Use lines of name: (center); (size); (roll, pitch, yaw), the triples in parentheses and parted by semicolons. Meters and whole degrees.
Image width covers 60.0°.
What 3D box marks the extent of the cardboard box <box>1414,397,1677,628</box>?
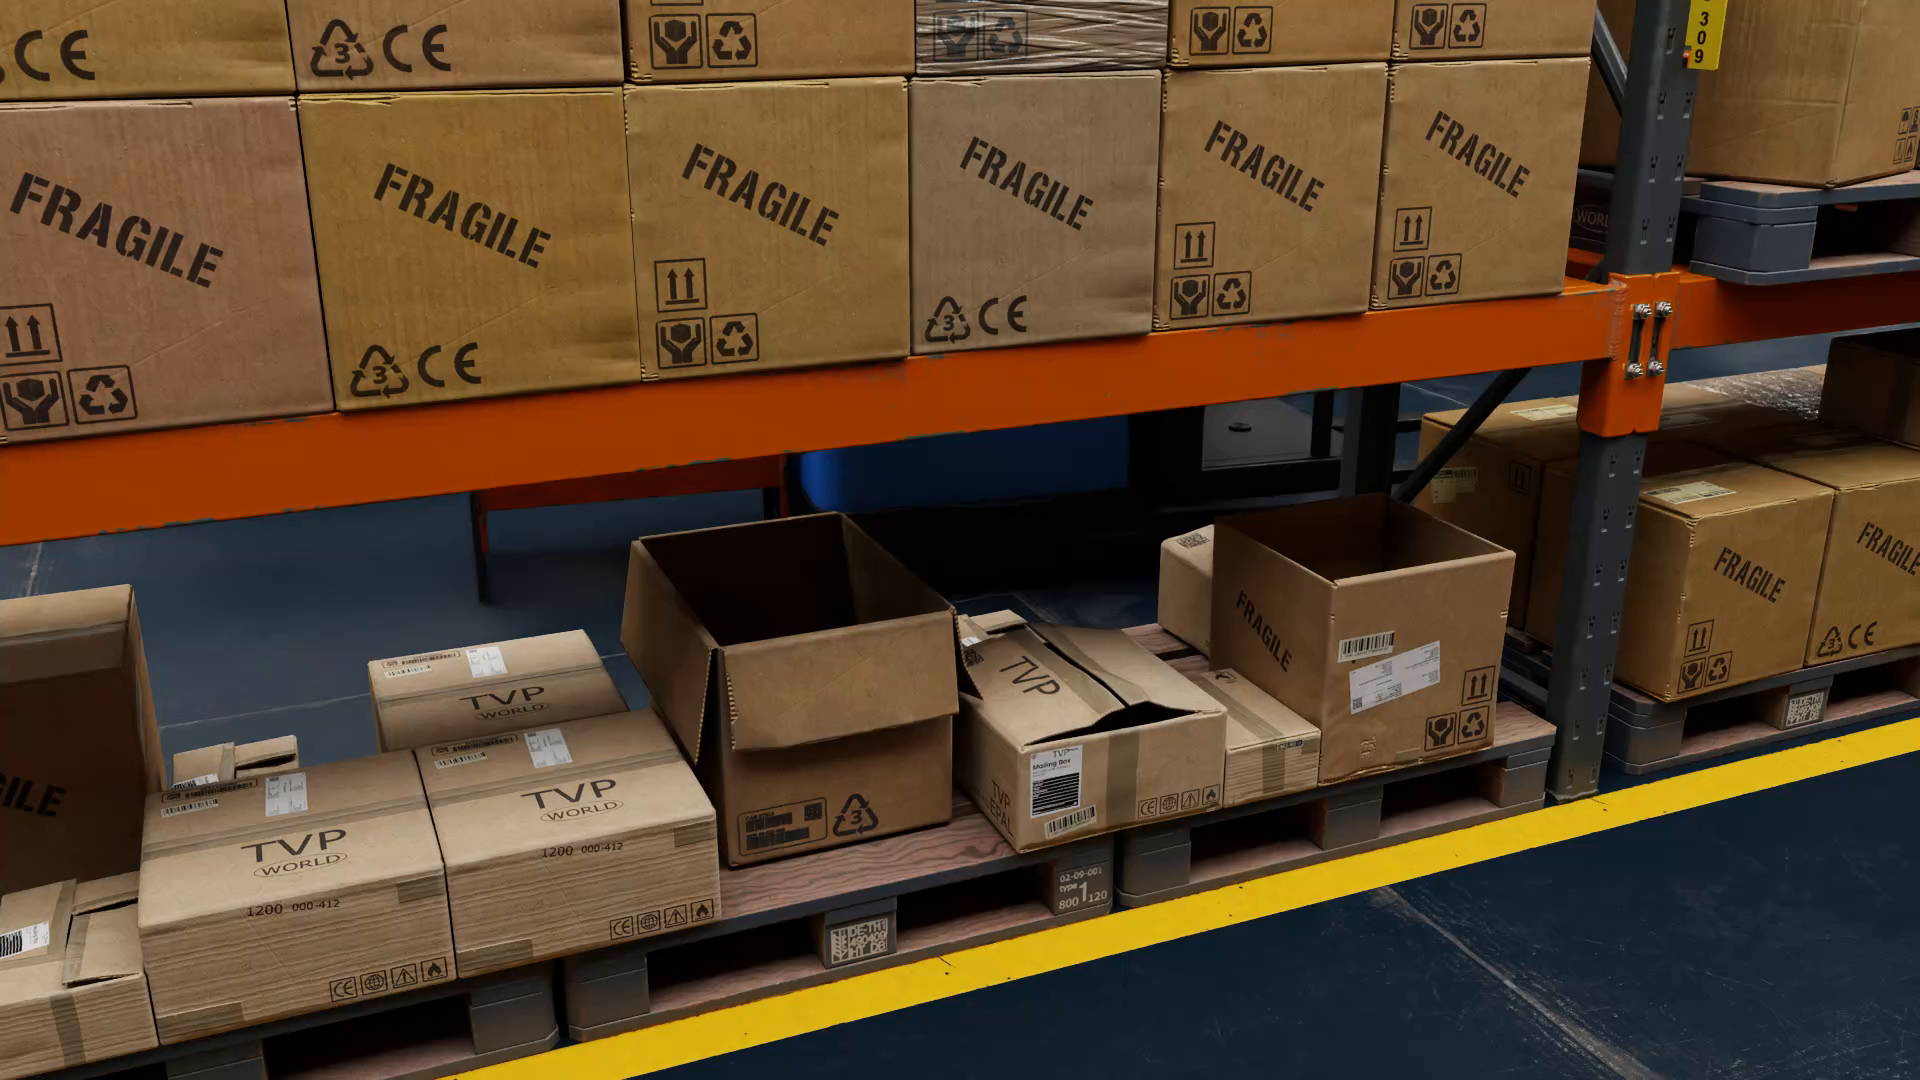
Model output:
cardboard box: (1.692, -0.095, 4.877); (0.500, 0.500, 0.500); (-8, 21, -22)

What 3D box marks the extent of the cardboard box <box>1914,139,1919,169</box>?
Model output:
cardboard box: (2.482, -1.264, 4.311); (0.500, 0.500, 0.700); (-5, 20, -13)

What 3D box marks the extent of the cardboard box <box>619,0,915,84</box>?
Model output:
cardboard box: (-0.405, -1.087, 2.938); (0.500, 0.500, 0.500); (-8, 21, -22)

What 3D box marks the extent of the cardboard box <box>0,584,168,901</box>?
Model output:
cardboard box: (-1.919, 0.437, 3.367); (0.500, 0.500, 0.500); (-8, 21, -22)

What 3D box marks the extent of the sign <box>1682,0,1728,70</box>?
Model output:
sign: (1.574, -1.158, 3.492); (0.005, 0.325, 0.100); (-8, 21, -22)

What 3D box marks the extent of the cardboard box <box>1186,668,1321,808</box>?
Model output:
cardboard box: (0.621, 0.452, 3.852); (0.250, 0.149, 0.380); (-8, 21, -22)

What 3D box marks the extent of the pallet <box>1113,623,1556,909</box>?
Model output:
pallet: (0.721, 0.491, 4.310); (1.213, 0.211, 1.003); (-8, 21, -22)

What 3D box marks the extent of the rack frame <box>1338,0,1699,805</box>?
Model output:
rack frame: (1.352, -0.914, 4.103); (0.127, 3.000, 1.000); (-8, 21, -22)

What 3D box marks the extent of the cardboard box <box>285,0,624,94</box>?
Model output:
cardboard box: (-0.871, -1.020, 2.747); (0.500, 0.500, 0.500); (-8, 21, -21)

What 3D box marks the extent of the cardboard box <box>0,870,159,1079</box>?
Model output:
cardboard box: (-1.571, 0.757, 2.958); (0.250, 0.166, 0.380); (-8, 21, -22)

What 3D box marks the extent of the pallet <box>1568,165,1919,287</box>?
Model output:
pallet: (2.129, -0.896, 4.339); (1.213, 0.211, 1.003); (-8, 21, -22)

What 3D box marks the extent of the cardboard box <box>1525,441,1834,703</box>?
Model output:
cardboard box: (1.893, 0.068, 4.414); (0.500, 0.500, 0.500); (-9, 21, -24)

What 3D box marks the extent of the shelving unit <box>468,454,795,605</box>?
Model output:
shelving unit: (-1.129, -0.445, 5.593); (1.048, 1.125, 0.538); (-5, 20, -15)

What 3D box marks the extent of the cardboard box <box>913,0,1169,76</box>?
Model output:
cardboard box: (0.058, -1.153, 3.125); (0.500, 0.500, 0.500); (-8, 21, -21)

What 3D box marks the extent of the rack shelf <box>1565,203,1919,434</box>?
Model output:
rack shelf: (3.188, -0.838, 4.969); (4.000, 0.370, 1.077); (-8, 21, -22)

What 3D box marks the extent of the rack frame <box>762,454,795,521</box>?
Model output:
rack frame: (-0.641, -0.492, 5.725); (0.032, 1.125, 0.500); (-5, 20, -15)

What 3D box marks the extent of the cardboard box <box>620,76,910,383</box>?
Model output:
cardboard box: (-0.416, -0.613, 3.097); (0.500, 0.500, 0.500); (-8, 21, -21)

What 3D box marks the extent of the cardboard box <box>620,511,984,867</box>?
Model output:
cardboard box: (-0.371, 0.304, 3.738); (0.637, 0.503, 0.797); (-8, 21, -22)

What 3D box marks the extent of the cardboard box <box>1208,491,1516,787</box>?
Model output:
cardboard box: (0.941, 0.219, 3.986); (0.500, 0.500, 0.500); (-8, 21, -22)

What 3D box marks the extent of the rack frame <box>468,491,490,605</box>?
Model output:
rack frame: (-1.618, -0.399, 5.461); (0.032, 1.125, 0.500); (-5, 20, -15)

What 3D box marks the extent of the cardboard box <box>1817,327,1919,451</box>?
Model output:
cardboard box: (2.811, -0.418, 4.663); (0.500, 0.250, 0.500); (-8, 21, -22)

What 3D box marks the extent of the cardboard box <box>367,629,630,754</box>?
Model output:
cardboard box: (-1.035, 0.439, 3.737); (0.500, 0.250, 0.500); (-8, 21, -22)

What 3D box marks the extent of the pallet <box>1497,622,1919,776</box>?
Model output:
pallet: (2.084, 0.282, 4.902); (1.213, 0.211, 1.003); (-8, 21, -22)

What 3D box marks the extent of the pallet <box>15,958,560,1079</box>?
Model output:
pallet: (-1.519, 0.812, 3.398); (1.213, 0.211, 1.003); (-8, 21, -22)

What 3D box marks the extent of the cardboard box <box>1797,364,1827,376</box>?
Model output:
cardboard box: (3.076, -0.291, 5.434); (0.500, 0.500, 0.500); (-9, 21, -24)

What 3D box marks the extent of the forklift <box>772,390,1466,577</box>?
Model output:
forklift: (0.858, -1.469, 5.782); (3.031, 2.935, 1.130); (-5, 20, -15)

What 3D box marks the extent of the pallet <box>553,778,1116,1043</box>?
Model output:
pallet: (-0.401, 0.653, 3.851); (1.213, 0.211, 1.003); (-8, 21, -22)

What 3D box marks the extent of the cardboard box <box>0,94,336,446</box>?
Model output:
cardboard box: (-1.337, -0.483, 2.726); (0.500, 0.500, 0.500); (-8, 21, -22)

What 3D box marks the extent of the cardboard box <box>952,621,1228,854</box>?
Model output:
cardboard box: (0.253, 0.406, 3.737); (0.500, 0.311, 0.500); (-8, 21, -22)

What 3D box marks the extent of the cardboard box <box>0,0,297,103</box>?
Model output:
cardboard box: (-1.332, -0.956, 2.565); (0.500, 0.500, 0.500); (-8, 21, -21)

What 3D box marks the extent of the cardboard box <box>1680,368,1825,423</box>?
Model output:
cardboard box: (2.609, -0.224, 5.242); (0.500, 0.500, 0.500); (-8, 21, -21)

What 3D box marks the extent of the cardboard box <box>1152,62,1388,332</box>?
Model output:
cardboard box: (0.522, -0.749, 3.483); (0.500, 0.500, 0.500); (-8, 21, -20)

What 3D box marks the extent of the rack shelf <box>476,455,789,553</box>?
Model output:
rack shelf: (-1.129, -0.215, 5.675); (1.000, 0.278, 0.538); (-5, 20, -15)

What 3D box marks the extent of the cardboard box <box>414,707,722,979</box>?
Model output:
cardboard box: (-0.791, 0.585, 3.323); (0.500, 0.250, 0.500); (-8, 21, -22)

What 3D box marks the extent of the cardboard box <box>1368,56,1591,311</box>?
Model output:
cardboard box: (0.995, -0.818, 3.677); (0.500, 0.500, 0.500); (-8, 21, -21)

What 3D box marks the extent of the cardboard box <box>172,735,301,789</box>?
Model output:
cardboard box: (-1.512, 0.568, 3.496); (0.250, 0.166, 0.380); (-8, 21, -22)

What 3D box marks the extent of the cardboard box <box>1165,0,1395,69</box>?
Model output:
cardboard box: (0.521, -1.220, 3.313); (0.500, 0.500, 0.500); (-9, 21, -23)

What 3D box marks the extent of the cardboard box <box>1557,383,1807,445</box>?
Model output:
cardboard box: (2.149, -0.158, 5.055); (0.500, 0.500, 0.500); (-8, 21, -22)

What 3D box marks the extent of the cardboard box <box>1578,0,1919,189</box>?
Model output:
cardboard box: (1.876, -1.154, 4.000); (0.500, 0.500, 0.700); (-17, 26, -40)

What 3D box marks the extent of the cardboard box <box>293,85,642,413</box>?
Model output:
cardboard box: (-0.875, -0.548, 2.911); (0.500, 0.500, 0.500); (-8, 21, -22)

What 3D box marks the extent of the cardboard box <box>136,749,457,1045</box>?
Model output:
cardboard box: (-1.250, 0.650, 3.136); (0.500, 0.250, 0.500); (-8, 21, -22)

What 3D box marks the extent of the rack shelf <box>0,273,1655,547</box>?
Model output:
rack shelf: (-0.484, -0.312, 3.475); (4.000, 0.370, 1.077); (-8, 21, -22)

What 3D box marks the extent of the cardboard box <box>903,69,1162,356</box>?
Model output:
cardboard box: (0.051, -0.681, 3.289); (0.500, 0.500, 0.500); (-8, 21, -21)

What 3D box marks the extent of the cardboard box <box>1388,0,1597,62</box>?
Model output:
cardboard box: (0.990, -1.288, 3.507); (0.500, 0.500, 0.500); (-8, 21, -22)

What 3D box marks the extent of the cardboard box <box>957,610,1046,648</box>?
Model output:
cardboard box: (0.091, 0.321, 4.199); (0.250, 0.166, 0.380); (-8, 21, -22)

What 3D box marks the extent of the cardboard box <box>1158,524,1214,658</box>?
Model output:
cardboard box: (0.881, 0.136, 4.507); (0.500, 0.311, 0.500); (-8, 21, -22)

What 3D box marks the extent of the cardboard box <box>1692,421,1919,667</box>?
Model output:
cardboard box: (2.378, -0.006, 4.623); (0.500, 0.500, 0.500); (-8, 21, -21)
